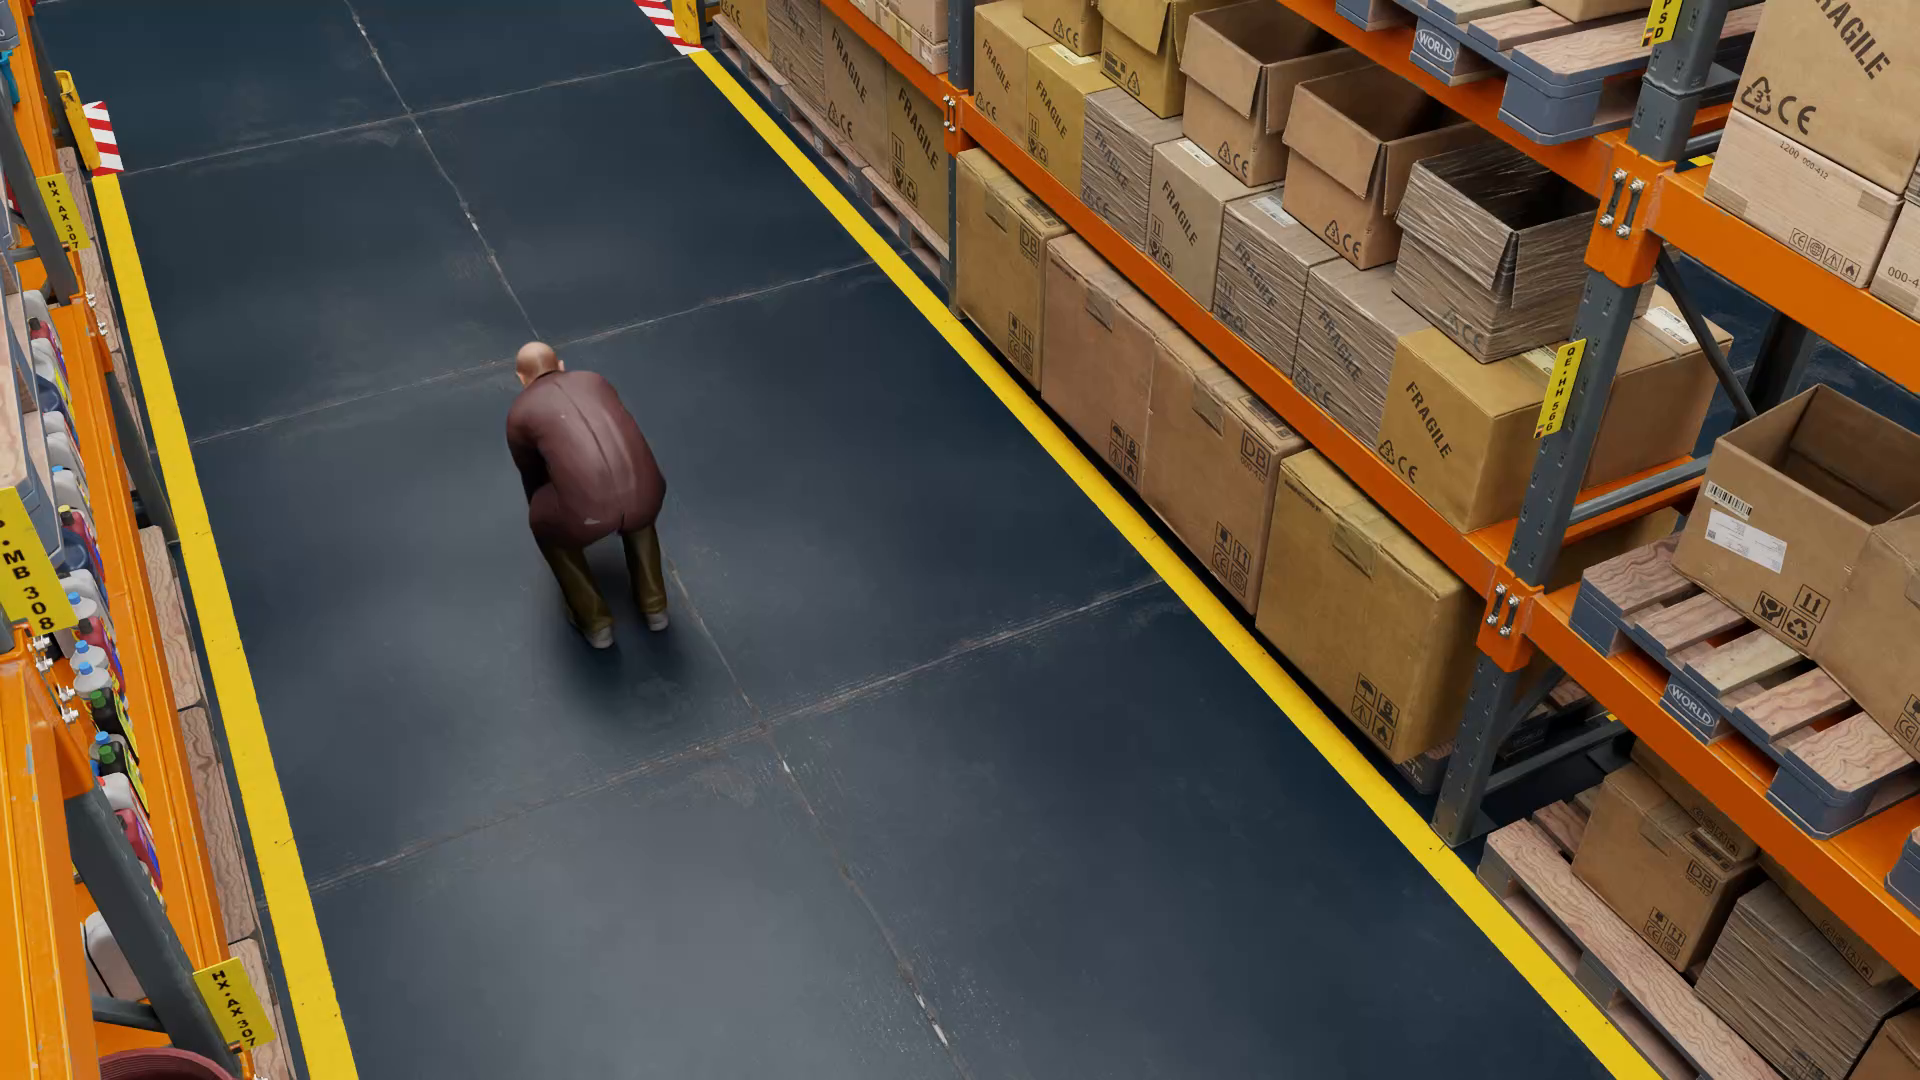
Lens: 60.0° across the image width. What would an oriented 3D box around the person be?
[{"bbox_3d":[-1.530,-0.186,6.929,0.552,1.068,0.943,-21,45,-22],"label":"person"}]
